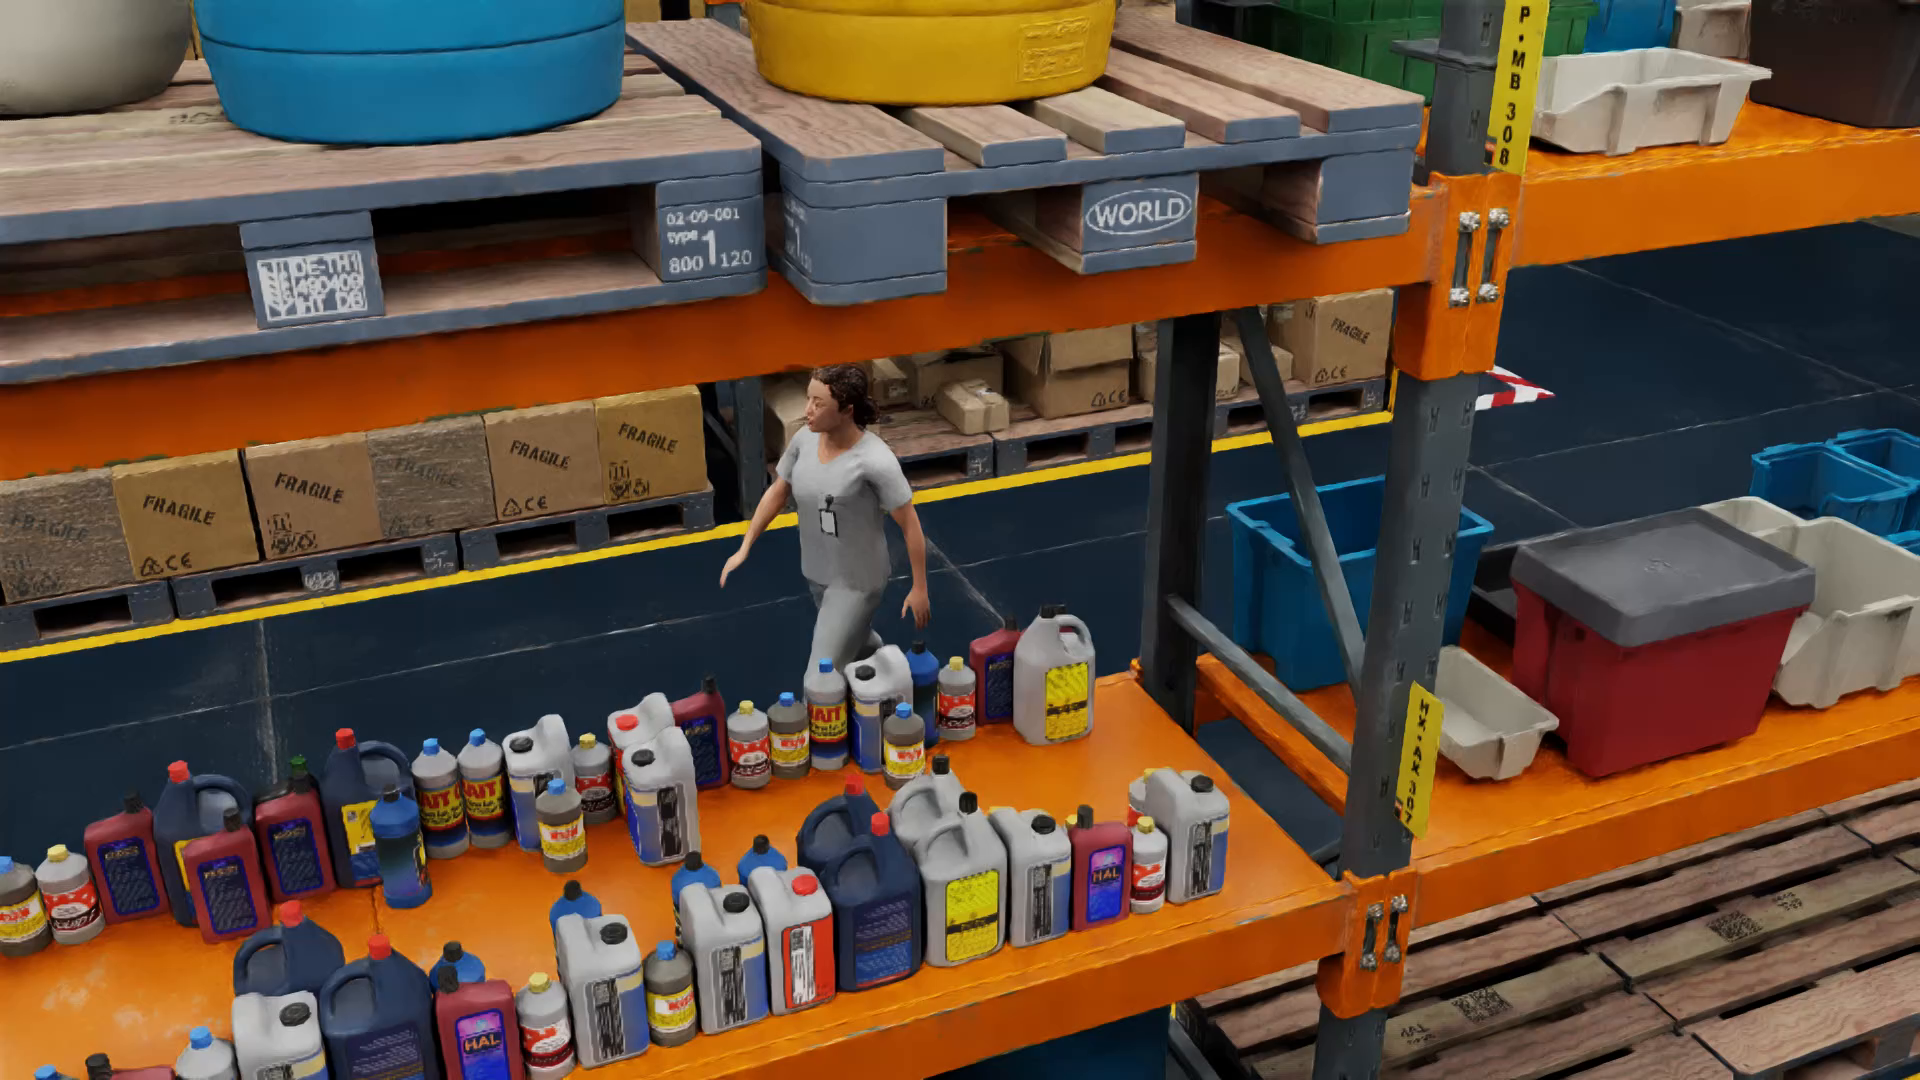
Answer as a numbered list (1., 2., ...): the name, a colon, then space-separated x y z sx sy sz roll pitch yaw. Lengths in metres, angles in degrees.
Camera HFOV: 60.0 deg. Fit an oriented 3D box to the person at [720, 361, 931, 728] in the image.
1. person: -0.440 0.156 5.804 0.629 1.639 0.915 21 33 37
